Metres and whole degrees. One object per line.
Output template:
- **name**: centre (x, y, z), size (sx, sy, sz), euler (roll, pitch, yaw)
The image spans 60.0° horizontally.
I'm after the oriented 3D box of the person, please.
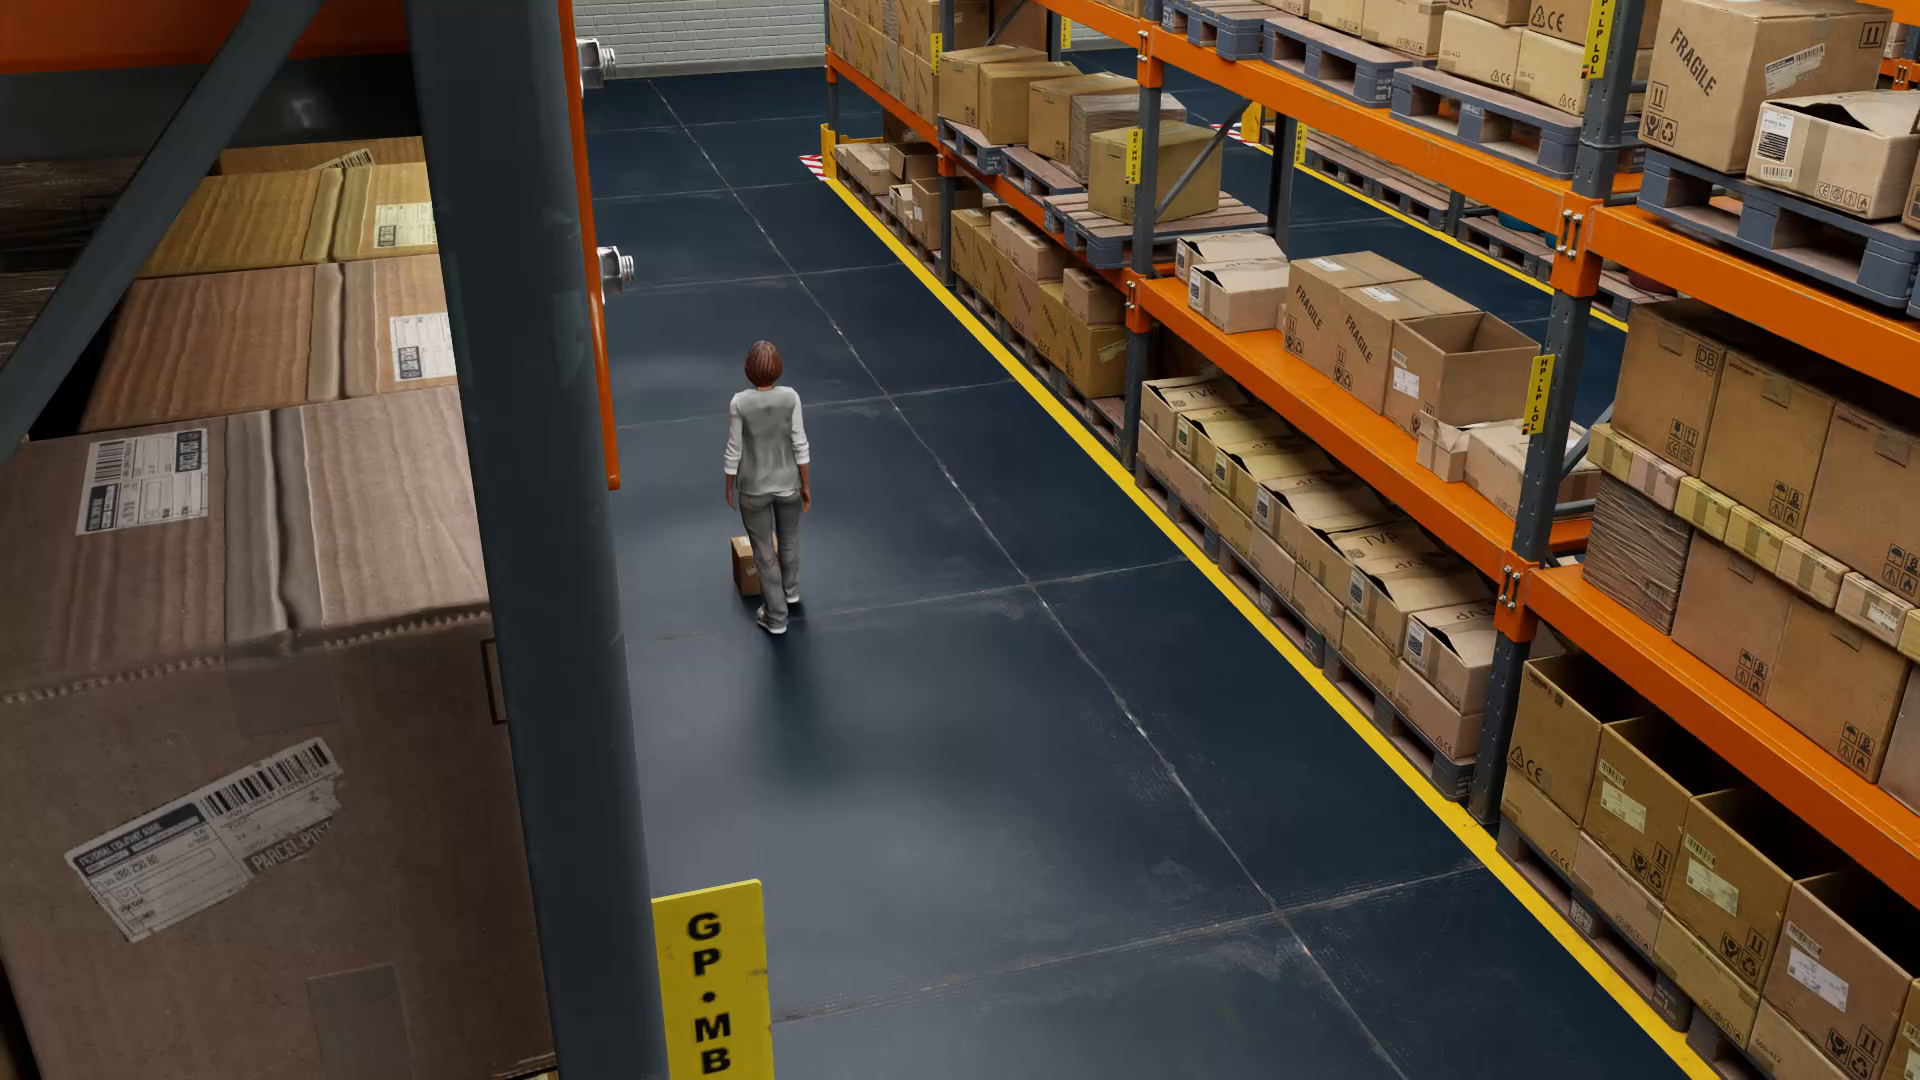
- **person**: centre (-1.039, -0.310, 8.726), size (0.425, 1.592, 0.586), euler (-11, 29, -20)
